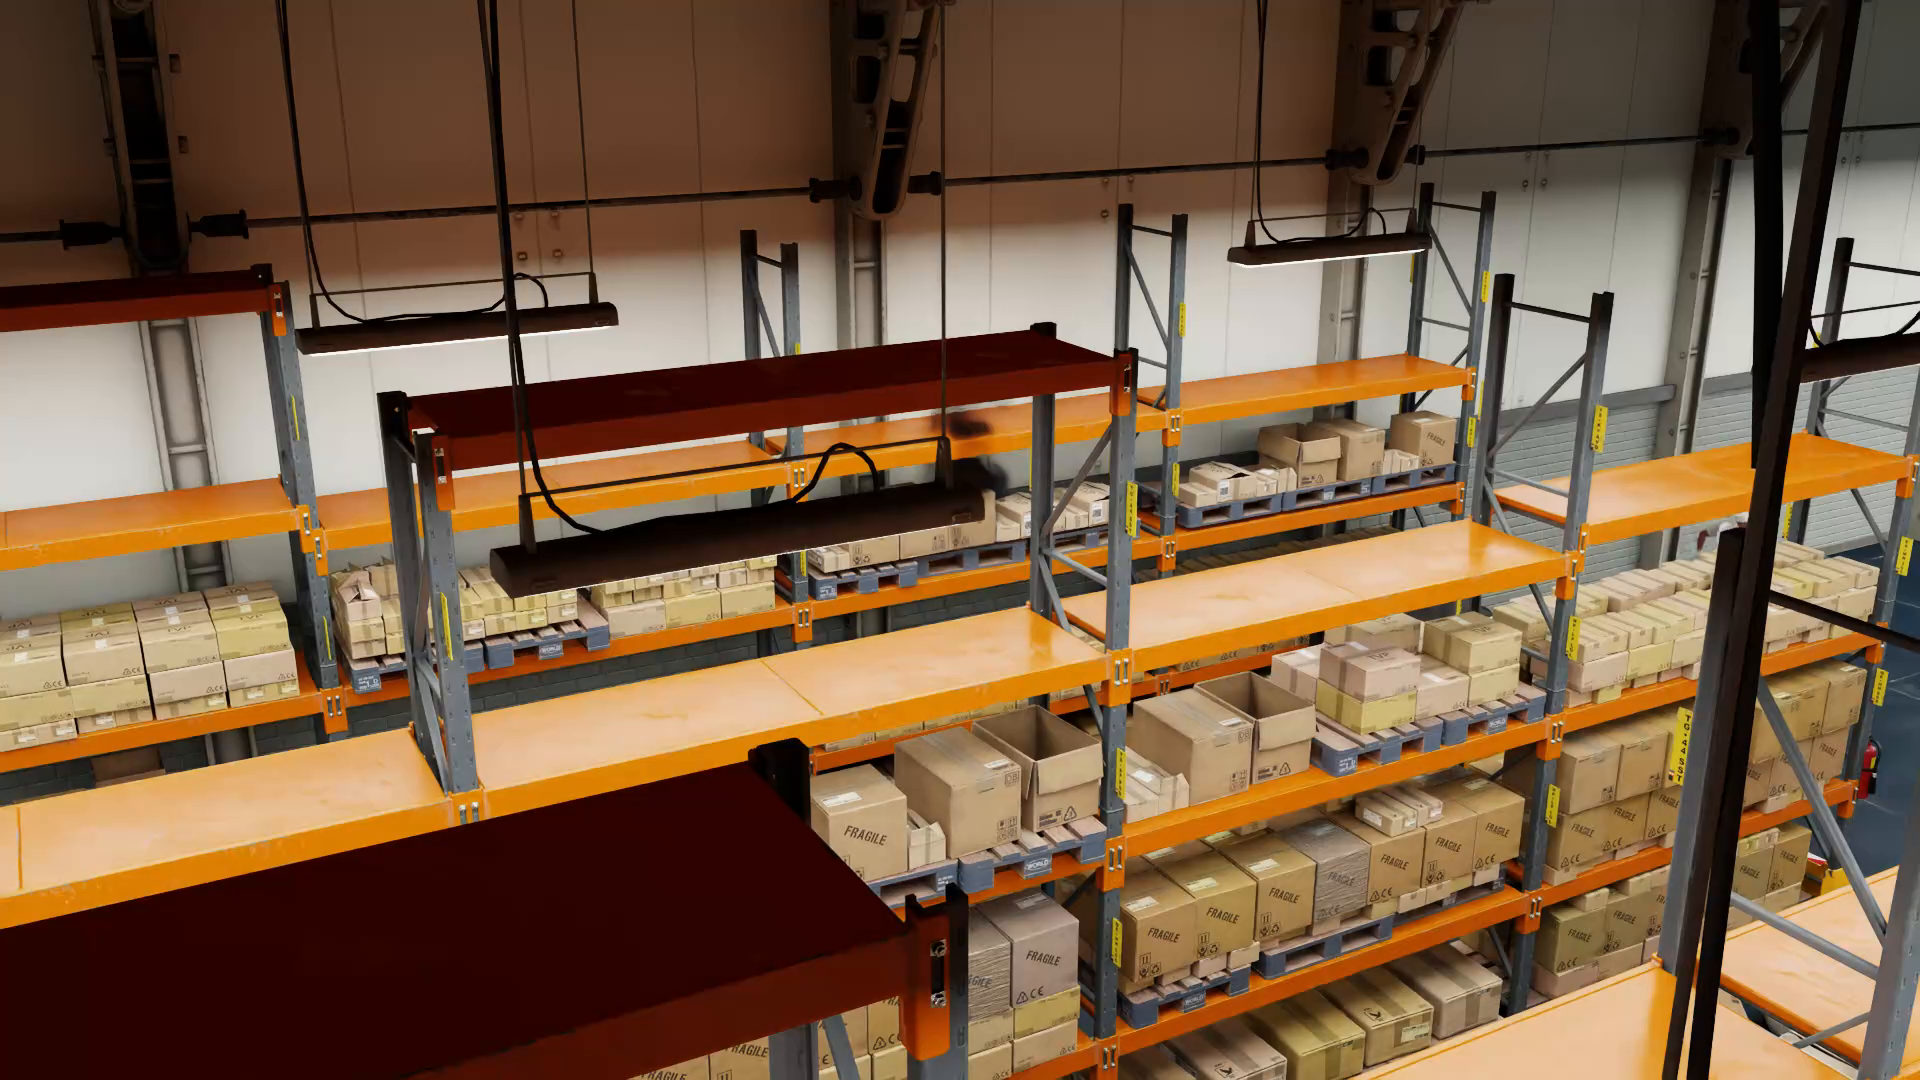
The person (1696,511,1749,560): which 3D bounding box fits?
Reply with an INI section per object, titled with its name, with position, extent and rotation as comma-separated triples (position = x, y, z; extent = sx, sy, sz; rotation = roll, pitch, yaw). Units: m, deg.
[person]
position = 9.964, 0.396, 21.510
extent = 0.728, 1.723, 0.726
rotation = -8, 20, -22
